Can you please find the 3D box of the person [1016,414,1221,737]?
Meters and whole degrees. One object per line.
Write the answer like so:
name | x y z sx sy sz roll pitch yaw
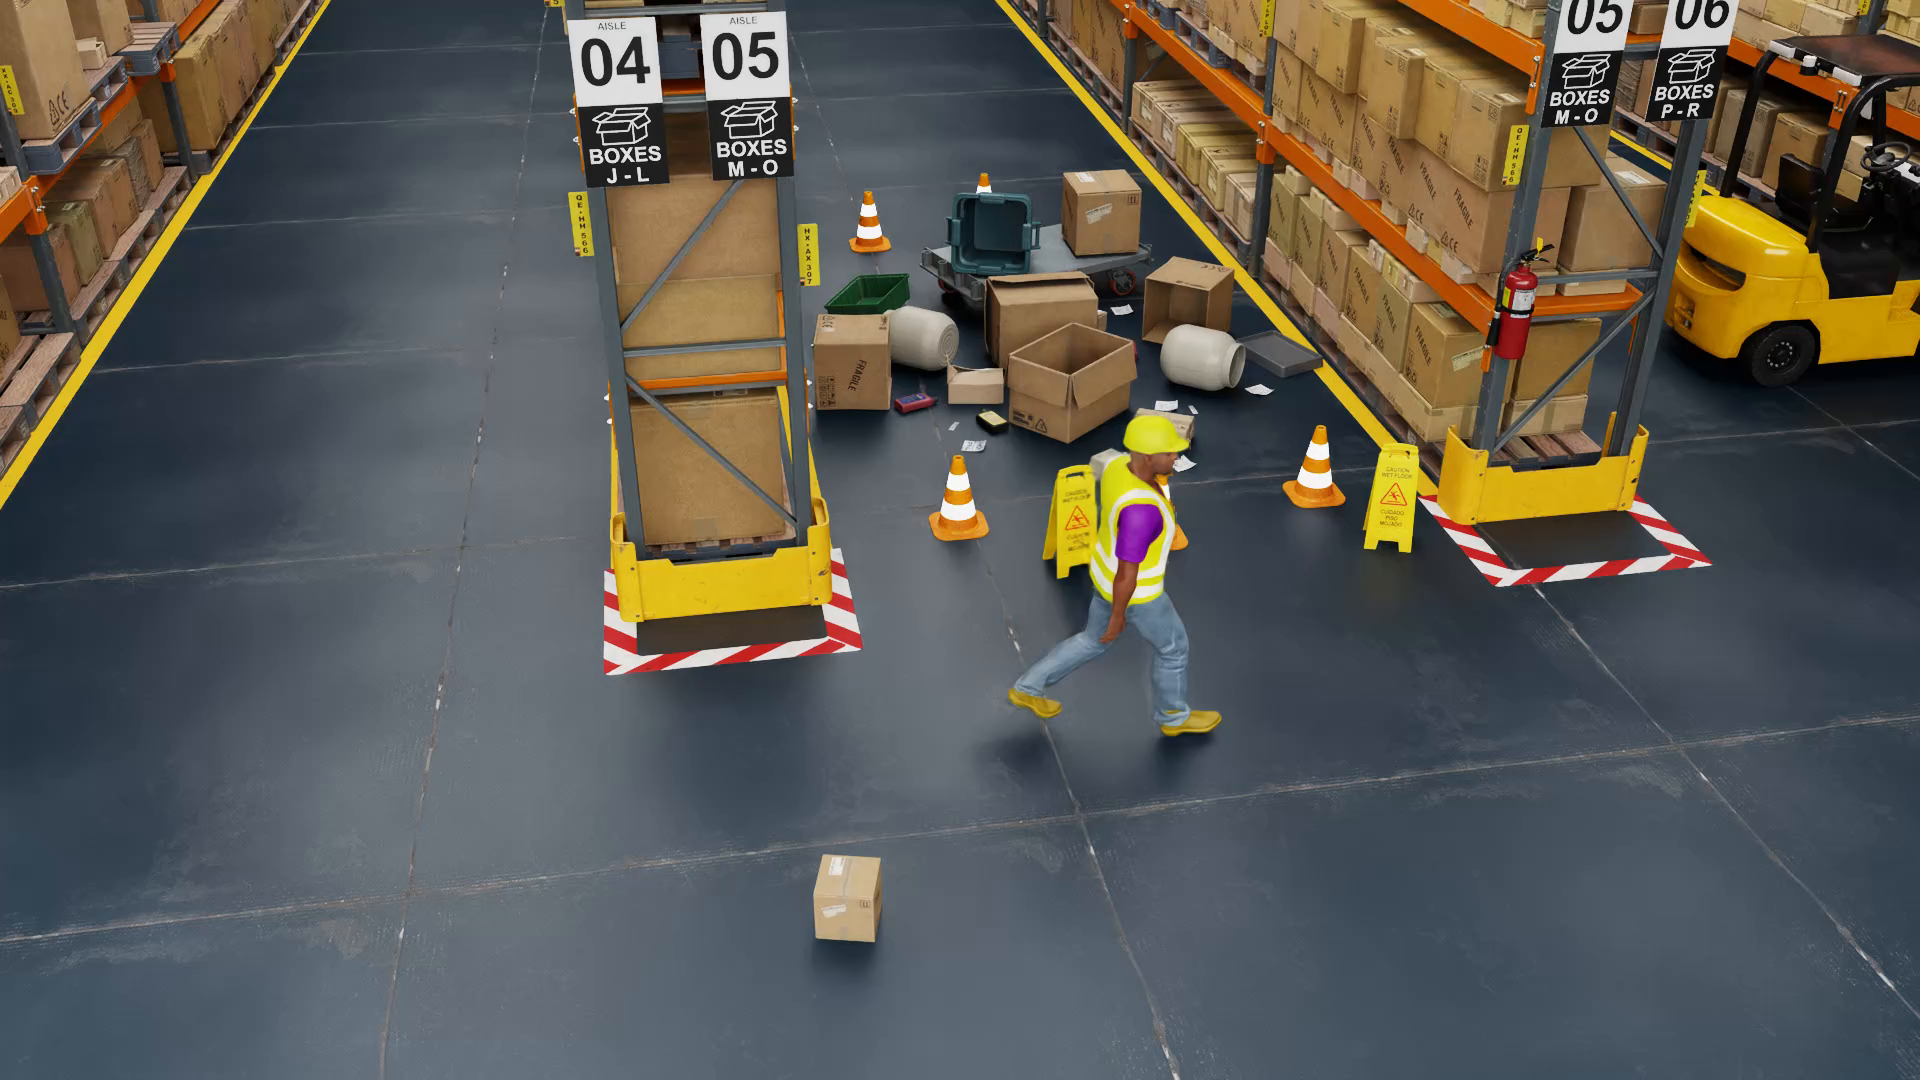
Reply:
person | 0.786 0.191 7.787 0.997 1.724 0.570 -6 31 -10
